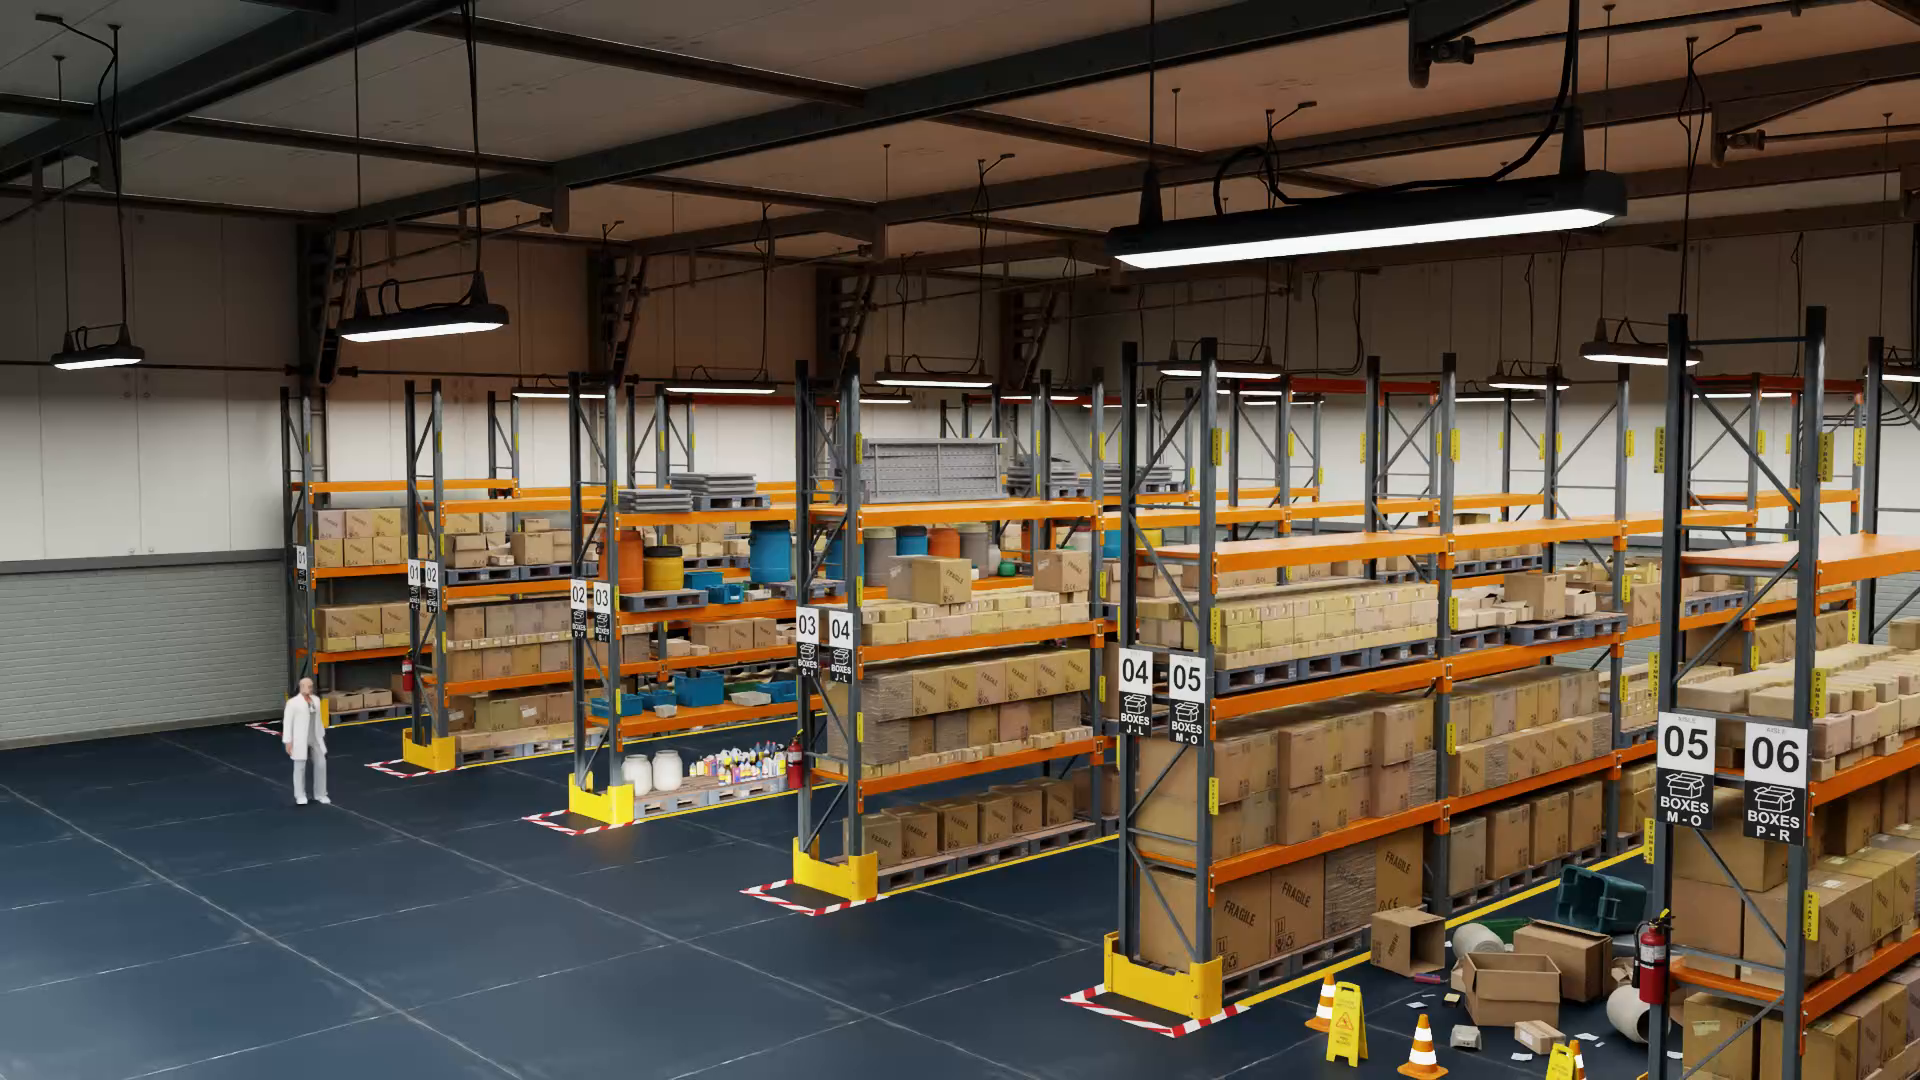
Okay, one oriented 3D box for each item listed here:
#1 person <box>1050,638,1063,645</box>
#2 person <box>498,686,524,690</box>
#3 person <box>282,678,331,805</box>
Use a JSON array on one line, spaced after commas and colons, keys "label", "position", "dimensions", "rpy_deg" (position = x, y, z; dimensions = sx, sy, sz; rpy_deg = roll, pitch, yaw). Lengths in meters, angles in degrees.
[{"label": "person", "position": [1.984, 2.081, 33.312], "dimensions": [0.449, 1.635, 0.951], "rpy_deg": [3, 5, 40]}, {"label": "person", "position": [-7.739, 2.495, 28.773], "dimensions": [0.532, 1.692, 0.490], "rpy_deg": [-3, 5, -39]}, {"label": "person", "position": [-9.122, 2.812, 23.172], "dimensions": [0.476, 1.797, 0.683], "rpy_deg": [2, 4, 34]}]
